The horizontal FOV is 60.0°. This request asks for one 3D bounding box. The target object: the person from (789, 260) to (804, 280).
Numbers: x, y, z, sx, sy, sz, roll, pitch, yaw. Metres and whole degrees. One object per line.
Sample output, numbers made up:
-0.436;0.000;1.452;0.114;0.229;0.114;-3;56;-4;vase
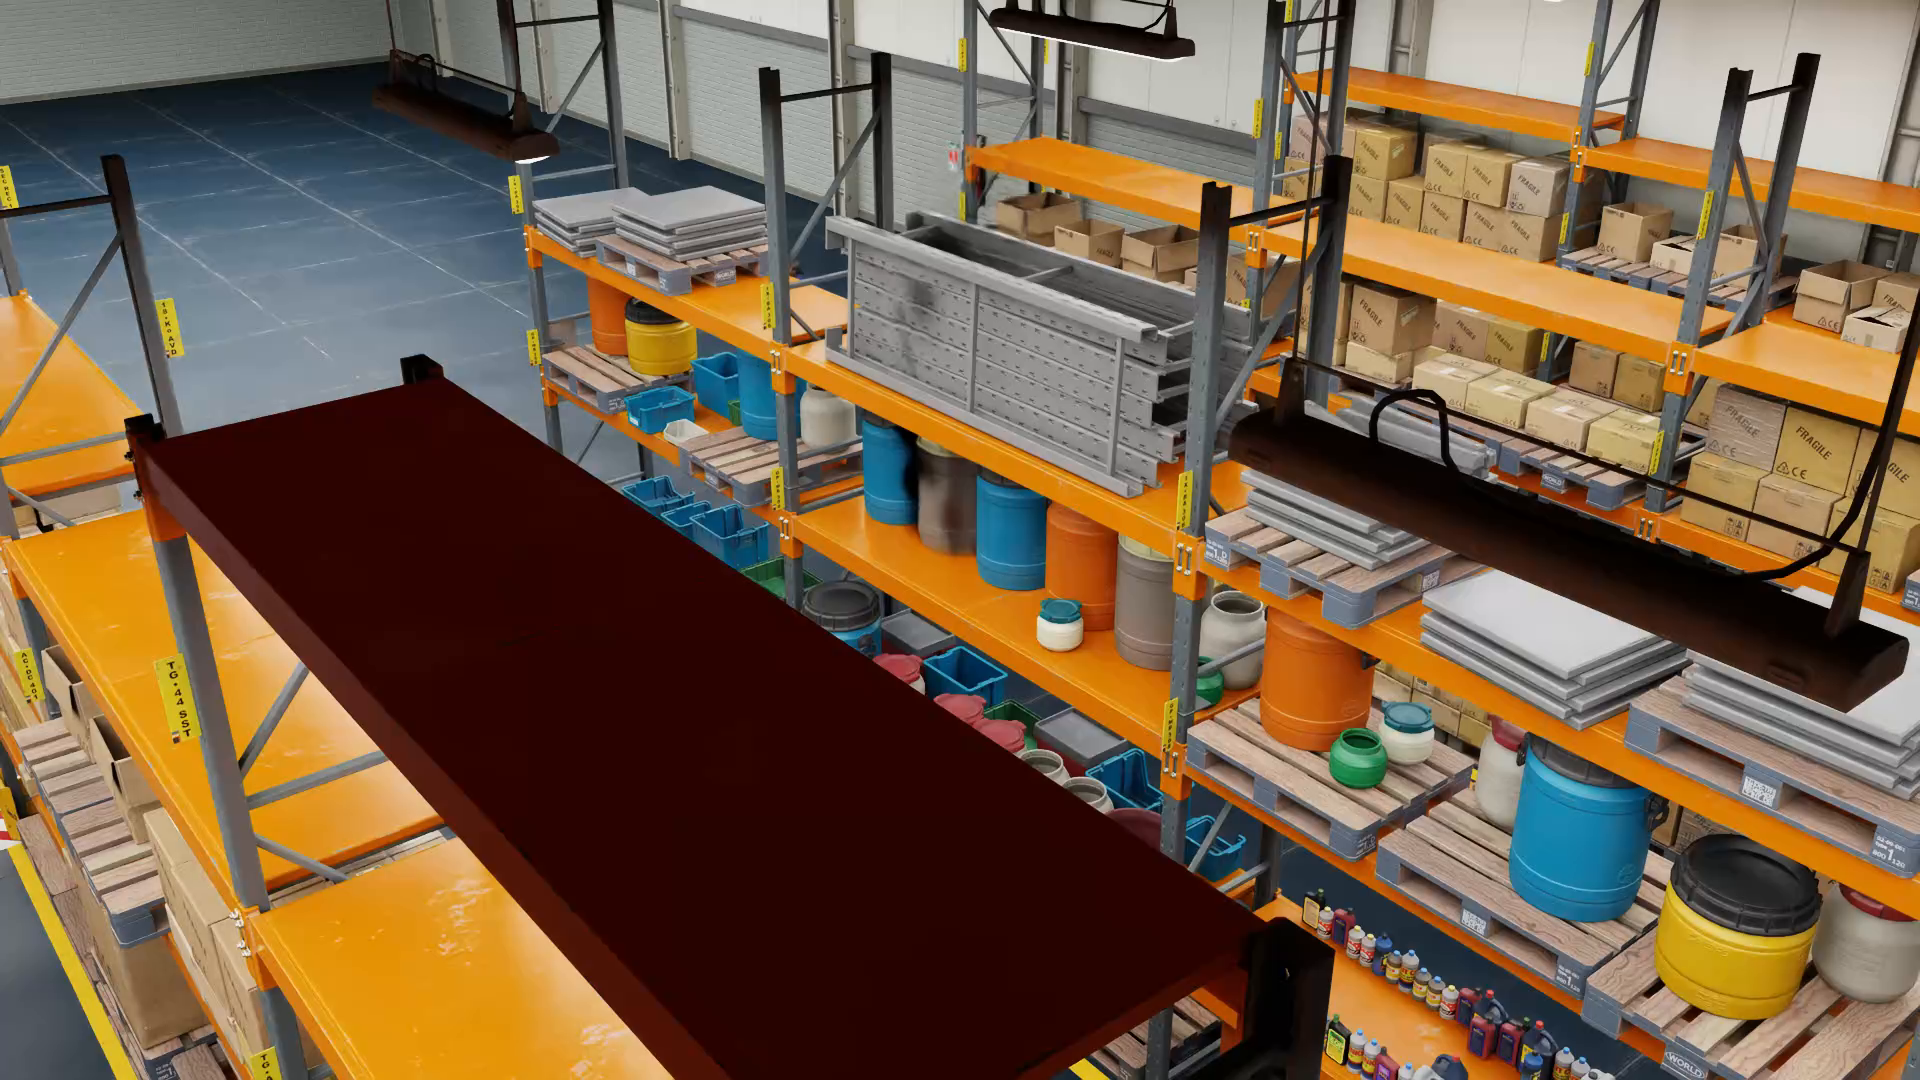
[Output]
-2.261;-2.965;22.517;0.685;1.707;0.555;-8;27;-15;person
